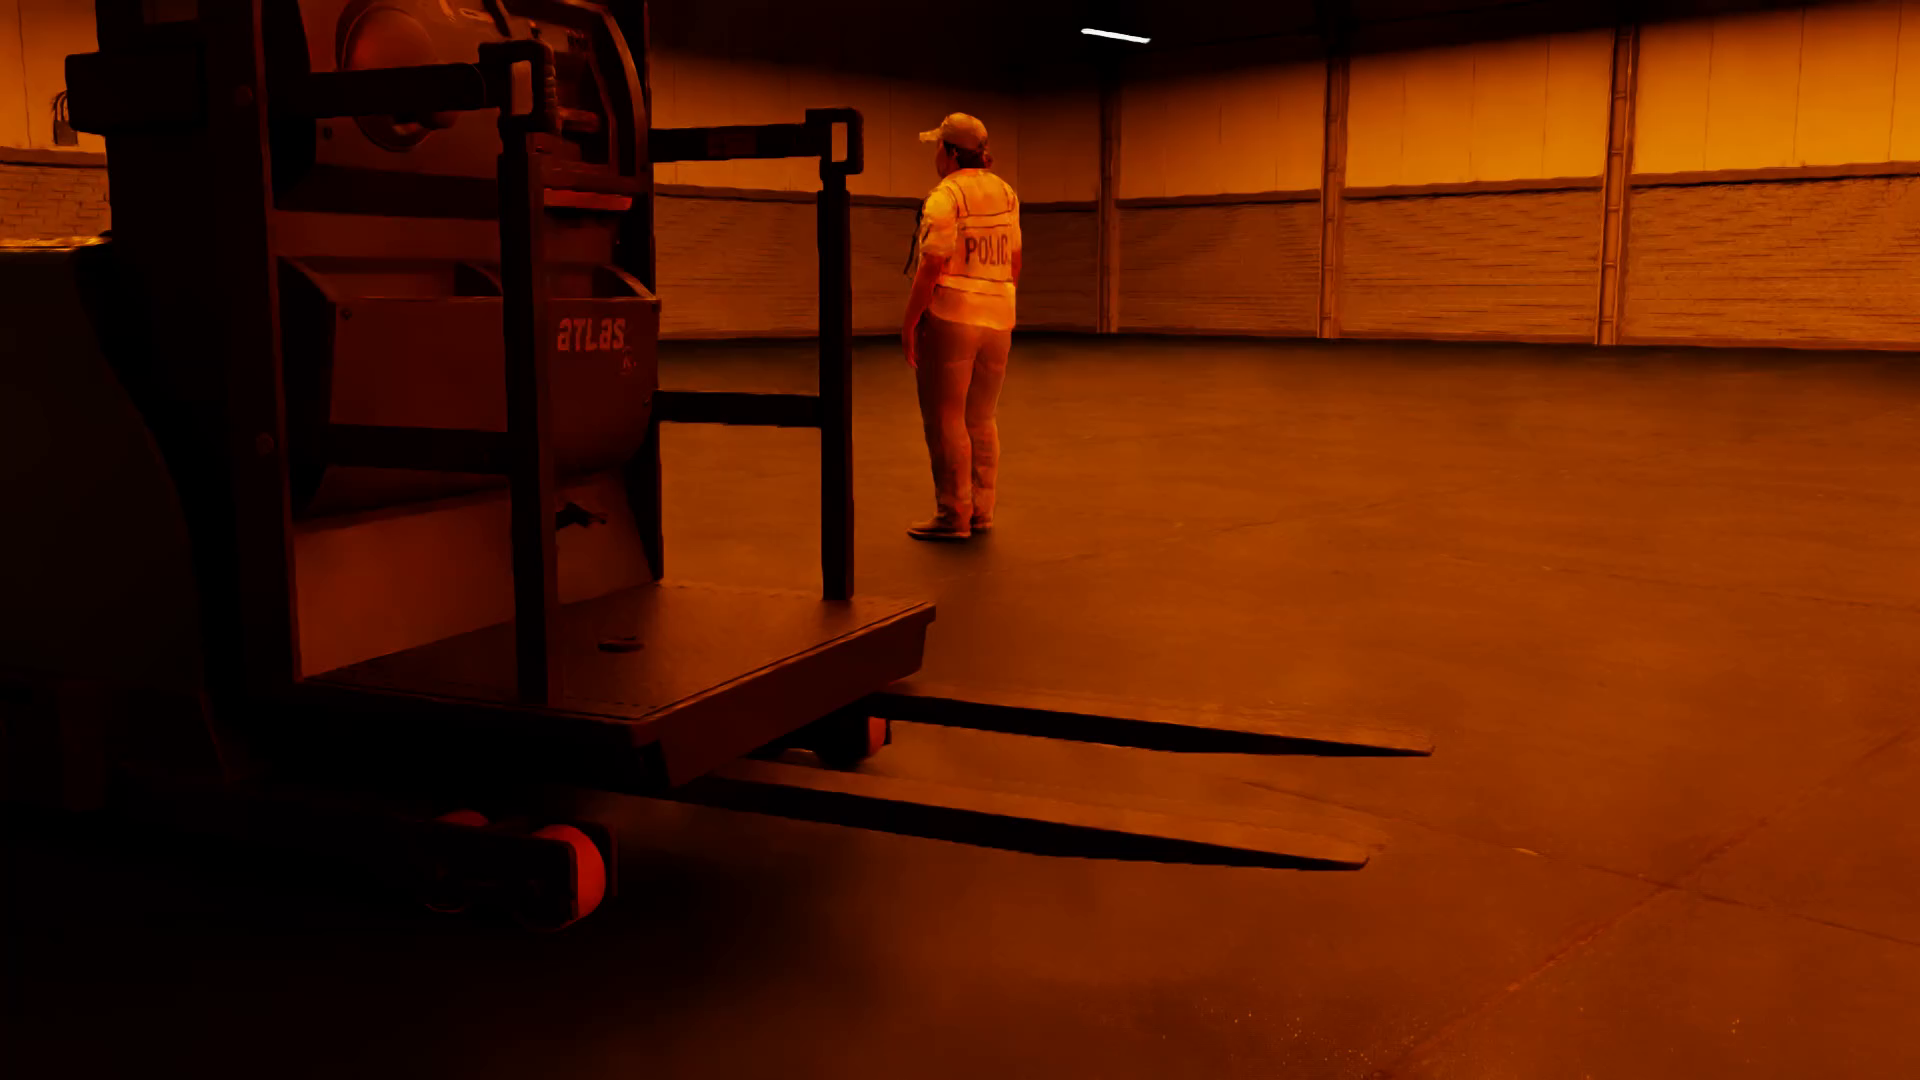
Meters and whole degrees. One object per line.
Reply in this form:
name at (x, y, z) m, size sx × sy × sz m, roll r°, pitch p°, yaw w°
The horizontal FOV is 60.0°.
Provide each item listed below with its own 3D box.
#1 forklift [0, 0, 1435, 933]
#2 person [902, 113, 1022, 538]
forklift at (-0.699, -0.921, 2.993) m, size 3.031 × 2.935 × 1.130 m, roll 4°, pitch 9°, yaw 24°
person at (-0.039, -0.842, 6.661) m, size 0.529 × 1.669 × 0.598 m, roll 8°, pitch 12°, yaw 43°
